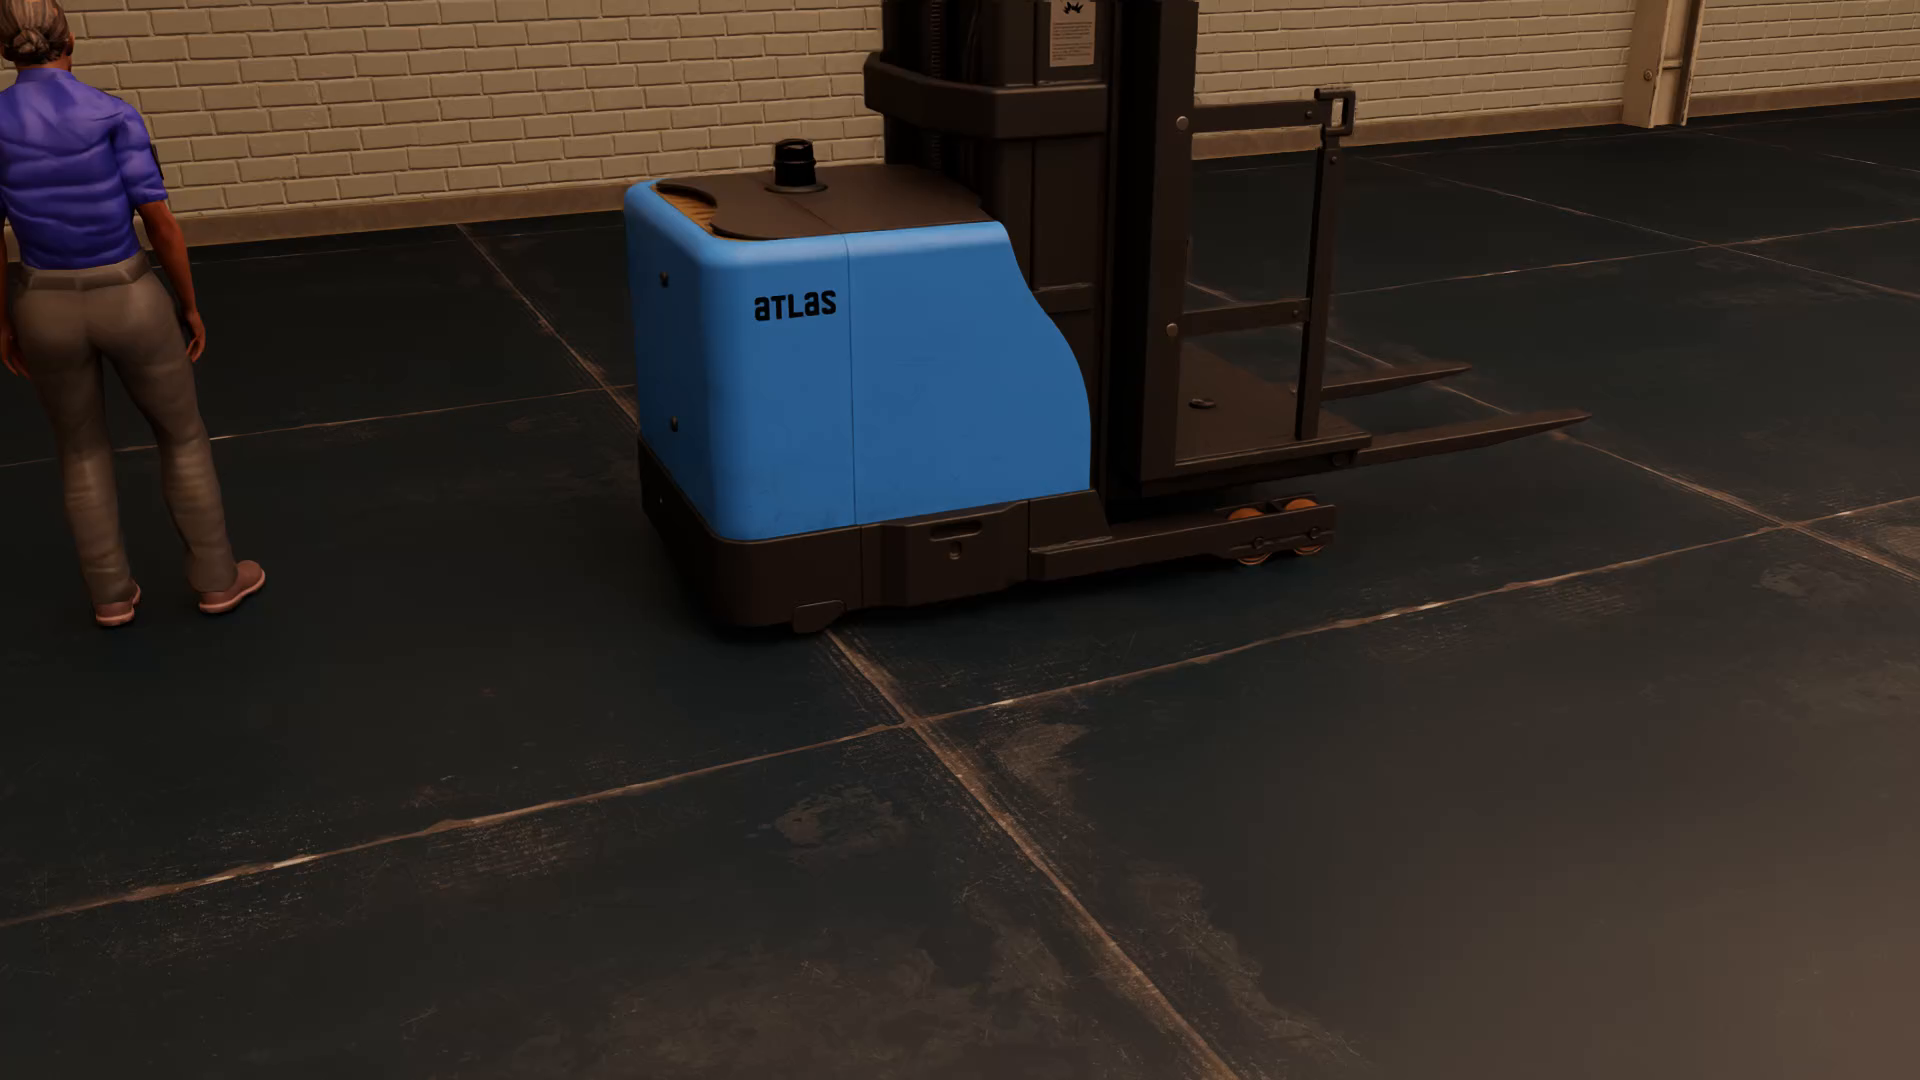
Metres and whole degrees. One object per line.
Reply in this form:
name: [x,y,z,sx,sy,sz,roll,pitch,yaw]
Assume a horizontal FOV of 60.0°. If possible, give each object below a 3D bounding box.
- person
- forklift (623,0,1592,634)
person: [-2.232,-0.568,4.340,0.528,1.639,0.349,-7,23,-16]
forklift: [0.580,-1.455,4.789,3.031,2.935,1.130,-9,24,-21]
